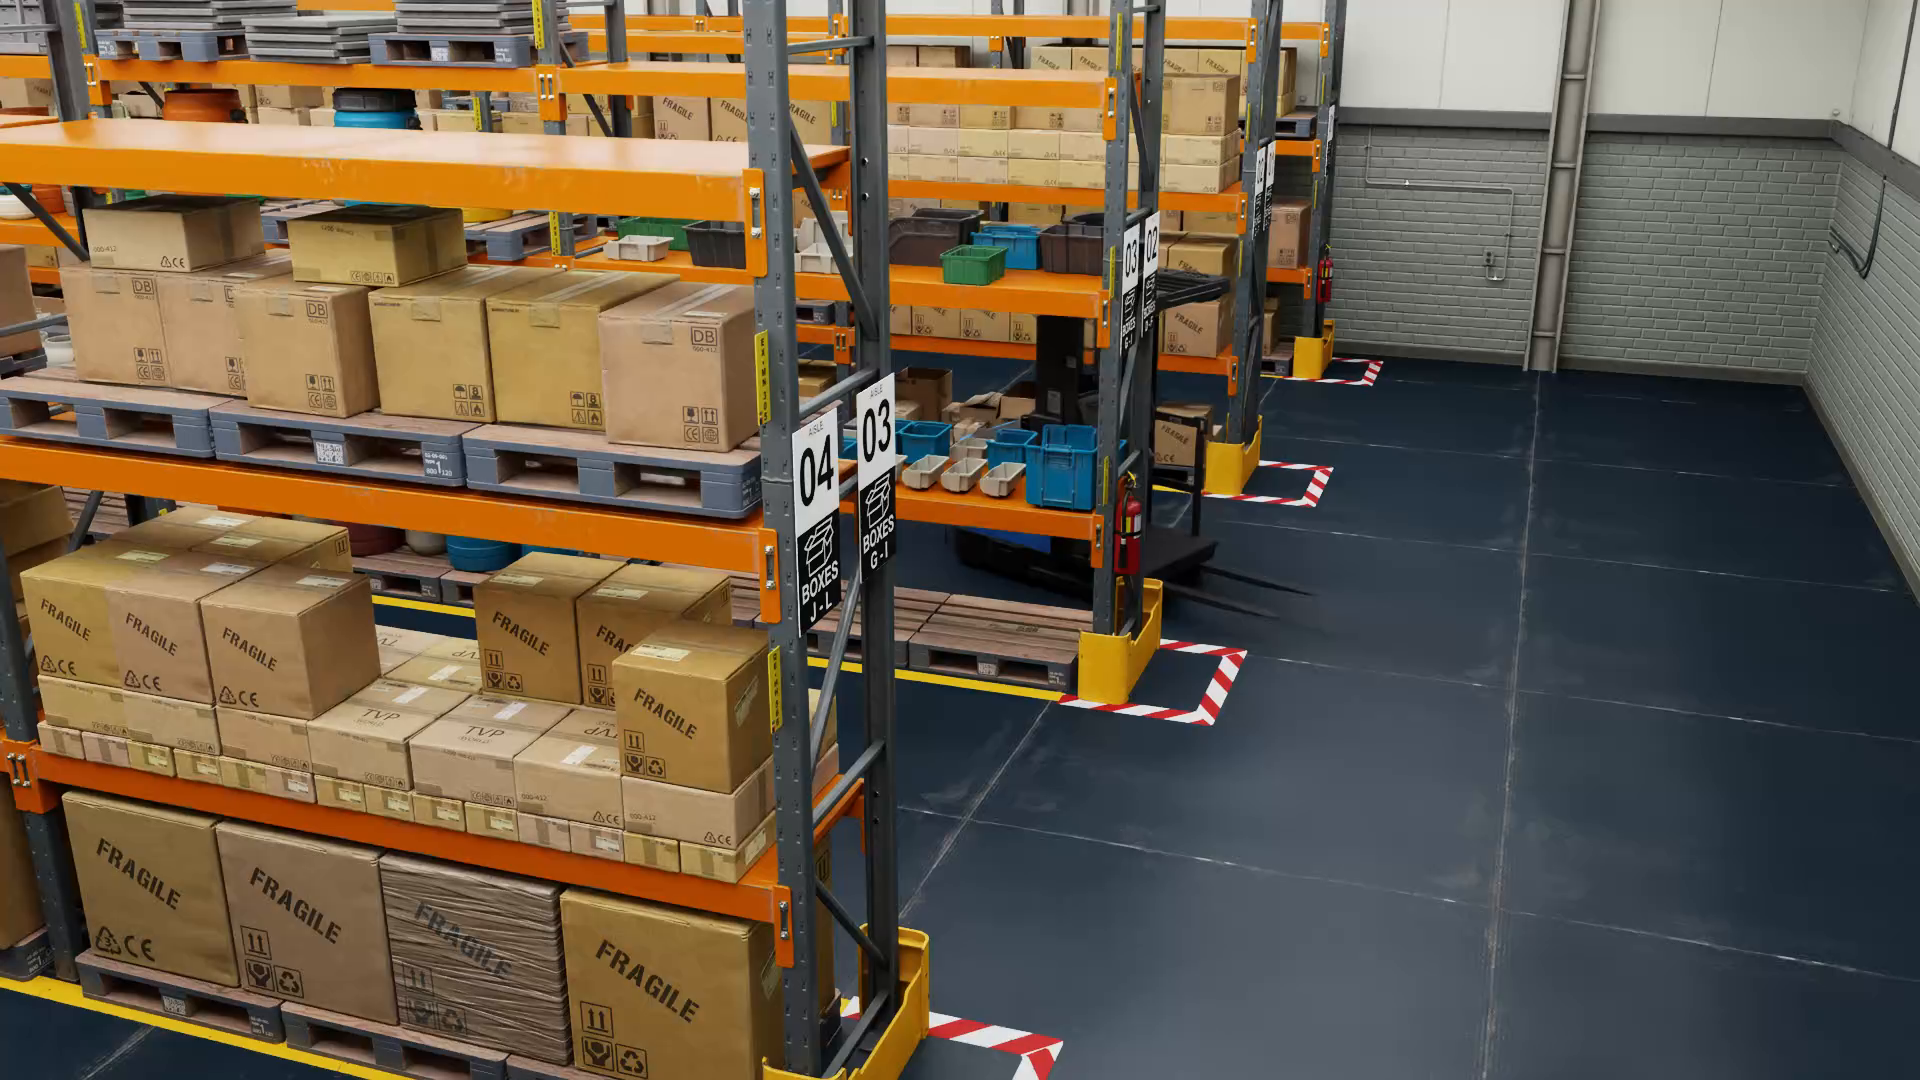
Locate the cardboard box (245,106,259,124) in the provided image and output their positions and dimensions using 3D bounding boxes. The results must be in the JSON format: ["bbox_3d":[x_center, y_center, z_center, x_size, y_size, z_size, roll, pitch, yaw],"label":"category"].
[{"bbox_3d":[-8.006,-4.793,18.802,0.500,0.250,0.500,9,21,24],"label":"cardboard box"}]

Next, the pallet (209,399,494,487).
[{"bbox_3d":[-2.365,-0.525,7.104,1.213,0.211,1.003,7,20,18],"label":"pallet"}]

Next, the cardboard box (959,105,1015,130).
[{"bbox_3d":[0.344,-4.199,15.838,0.500,0.500,0.700,7,20,18],"label":"cardboard box"}]

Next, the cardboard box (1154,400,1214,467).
[{"bbox_3d":[2.156,-1.032,16.109,0.500,0.500,0.500,7,20,18],"label":"cardboard box"}]

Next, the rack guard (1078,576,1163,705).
[{"bbox_3d":[1.148,0.696,11.820,0.348,0.500,1.175,7,20,18],"label":"rack guard"}]

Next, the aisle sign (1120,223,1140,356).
[{"bbox_3d":[1.093,-1.611,10.693,0.004,0.787,0.394,7,20,18],"label":"aisle sign"}]

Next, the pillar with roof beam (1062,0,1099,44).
[{"bbox_3d":[0.126,-5.683,17.208,0.400,9.000,9.100,7,20,18],"label":"pillar with roof beam"}]

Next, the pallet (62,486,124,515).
[{"bbox_3d":[-8.303,-0.258,14.996,1.213,0.211,1.003,7,20,18],"label":"pallet"}]

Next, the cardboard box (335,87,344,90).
[{"bbox_3d":[-8.531,-6.417,23.688,0.500,0.500,0.500,6,20,16],"label":"cardboard box"}]

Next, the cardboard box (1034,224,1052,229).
[{"bbox_3d":[0.970,-2.836,16.484,0.500,0.500,0.500,6,20,18],"label":"cardboard box"}]

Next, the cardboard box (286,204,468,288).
[{"bbox_3d":[-2.409,-1.227,6.902,0.500,0.250,0.500,6,20,16],"label":"cardboard box"}]

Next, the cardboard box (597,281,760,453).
[{"bbox_3d":[-1.013,-0.691,6.504,0.500,0.500,0.700,5,20,15],"label":"cardboard box"}]

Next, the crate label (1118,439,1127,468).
[{"bbox_3d":[0.996,-0.561,11.792,0.303,0.233,0.416,7,20,18],"label":"crate label"}]

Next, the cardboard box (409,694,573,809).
[{"bbox_3d":[-2.009,0.908,7.190,0.500,0.250,0.500,6,20,16],"label":"cardboard box"}]

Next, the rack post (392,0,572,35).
[{"bbox_3d":[-3.443,-3.813,11.957,0.954,0.300,0.937,6,20,17],"label":"rack post"}]

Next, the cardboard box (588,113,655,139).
[{"bbox_3d":[-3.411,-4.202,17.366,0.500,0.500,0.910,7,20,18],"label":"cardboard box"}]

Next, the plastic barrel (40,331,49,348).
[{"bbox_3d":[-7.876,-1.490,14.123,0.421,0.512,0.421,0,19,0],"label":"plastic barrel"}]

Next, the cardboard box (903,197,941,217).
[{"bbox_3d":[-0.410,-4.216,21.479,0.500,0.500,0.500,7,20,19],"label":"cardboard box"}]

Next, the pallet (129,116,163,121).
[{"bbox_3d":[-9.399,-4.777,19.302,1.213,0.211,1.003,7,20,18],"label":"pallet"}]

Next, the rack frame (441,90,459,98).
[{"bbox_3d":[-6.963,-7.692,22.972,0.127,3.000,1.000,7,20,18],"label":"rack frame"}]

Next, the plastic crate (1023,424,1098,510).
[{"bbox_3d":[0.744,-0.506,11.325,0.499,0.435,0.616,7,20,18],"label":"plastic crate"}]

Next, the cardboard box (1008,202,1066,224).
[{"bbox_3d":[1.101,-4.073,21.248,0.700,0.700,0.980,7,20,19],"label":"cardboard box"}]

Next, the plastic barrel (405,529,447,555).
[{"bbox_3d":[-4.339,-0.168,13.642,0.421,0.512,0.421,0,19,0],"label":"plastic barrel"}]

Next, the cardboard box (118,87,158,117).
[{"bbox_3d":[-9.485,-5.152,19.527,0.500,0.311,0.500,5,20,15],"label":"cardboard box"}]

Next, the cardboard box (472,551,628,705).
[{"bbox_3d":[-1.833,0.390,7.538,0.500,0.500,0.500,6,20,17],"label":"cardboard box"}]

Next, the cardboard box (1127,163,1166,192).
[{"bbox_3d":[1.710,-3.399,15.441,0.500,0.250,0.500,7,20,18],"label":"cardboard box"}]

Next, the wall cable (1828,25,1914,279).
[{"bbox_3d":[9.598,-4.208,17.693,0.112,2.526,3.097,7,20,18],"label":"wall cable"}]

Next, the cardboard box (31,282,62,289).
[{"bbox_3d":[-11.760,-3.039,21.139,0.500,0.500,0.500,7,20,18],"label":"cardboard box"}]

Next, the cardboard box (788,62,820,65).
[{"bbox_3d":[-2.190,-6.023,21.921,0.500,0.500,0.700,5,20,15],"label":"cardboard box"}]

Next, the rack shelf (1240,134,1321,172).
[{"bbox_3d":[2.483,-4.856,20.485,4.000,0.370,1.077,7,20,18],"label":"rack shelf"}]

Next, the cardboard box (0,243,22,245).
[{"bbox_3d":[-11.429,-3.688,20.448,0.500,0.500,0.700,7,20,19],"label":"cardboard box"}]

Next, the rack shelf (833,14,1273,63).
[{"bbox_3d":[0.861,-4.730,15.572,4.000,0.370,1.077,7,20,18],"label":"rack shelf"}]

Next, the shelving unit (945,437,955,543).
[{"bbox_3d":[0.008,-0.424,14.426,0.210,0.900,0.258,7,20,18],"label":"shelving unit"}]

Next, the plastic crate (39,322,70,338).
[{"bbox_3d":[-7.862,-1.647,14.646,0.583,0.464,0.402,7,20,18],"label":"plastic crate"}]

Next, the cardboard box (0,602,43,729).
[{"bbox_3d":[-4.814,0.612,8.110,0.500,0.500,0.500,7,20,18],"label":"cardboard box"}]

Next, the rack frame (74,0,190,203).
[{"bbox_3d":[-6.436,-4.180,12.896,0.127,3.000,1.000,7,20,18],"label":"rack frame"}]

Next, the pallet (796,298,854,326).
[{"bbox_3d":[-1.747,-2.484,17.437,1.213,0.211,1.003,7,20,18],"label":"pallet"}]

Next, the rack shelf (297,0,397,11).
[{"bbox_3d":[-8.852,-7.567,23.711,4.000,0.370,1.077,7,20,18],"label":"rack shelf"}]

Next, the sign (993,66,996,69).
[{"bbox_3d":[0.425,-5.635,20.363,0.005,0.325,0.100,7,20,18],"label":"sign"}]

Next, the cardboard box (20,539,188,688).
[{"bbox_3d":[-3.914,0.333,7.701,0.500,0.500,0.500,7,20,18],"label":"cardboard box"}]

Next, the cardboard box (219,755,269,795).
[{"bbox_3d":[-3.125,0.991,7.557,0.250,0.149,0.380,6,20,17],"label":"cardboard box"}]

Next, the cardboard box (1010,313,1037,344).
[{"bbox_3d":[0.801,-2.198,16.174,0.500,0.500,0.500,6,20,17],"label":"cardboard box"}]

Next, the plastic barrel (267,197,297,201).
[{"bbox_3d":[-5.375,-2.826,13.141,0.301,0.262,0.301,0,19,0],"label":"plastic barrel"}]

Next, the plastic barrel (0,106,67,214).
[{"bbox_3d":[-7.758,-3.193,13.969,0.708,0.830,0.600,7,20,18],"label":"plastic barrel"}]

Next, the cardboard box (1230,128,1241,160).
[{"bbox_3d":[2.350,-3.741,15.661,0.500,0.250,0.500,7,20,18],"label":"cardboard box"}]

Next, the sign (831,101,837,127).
[{"bbox_3d":[-1.207,-4.128,15.921,0.005,0.325,0.100,7,20,18],"label":"sign"}]

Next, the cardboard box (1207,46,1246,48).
[{"bbox_3d":[3.265,-5.722,20.175,0.500,0.500,0.500,6,20,17],"label":"cardboard box"}]

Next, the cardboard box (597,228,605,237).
[{"bbox_3d":[-4.175,-3.099,18.120,0.500,0.500,0.700,0,19,0],"label":"cardboard box"}]

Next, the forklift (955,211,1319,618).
[{"bbox_3d":[1.396,-1.014,13.032,3.031,2.935,1.130,16,25,38],"label":"forklift"}]

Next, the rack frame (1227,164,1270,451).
[{"bbox_3d":[2.750,-2.022,15.821,0.127,3.000,1.000,7,20,18],"label":"rack frame"}]

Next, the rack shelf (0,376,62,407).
[{"bbox_3d":[-6.172,-0.668,8.470,4.000,0.370,1.077,7,20,18],"label":"rack shelf"}]

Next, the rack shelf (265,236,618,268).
[{"bbox_3d":[-4.547,-2.208,12.888,4.000,0.370,1.077,7,20,18],"label":"rack shelf"}]

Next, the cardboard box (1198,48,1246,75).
[{"bbox_3d":[3.122,-5.560,19.711,0.500,0.500,0.500,7,20,20],"label":"cardboard box"}]

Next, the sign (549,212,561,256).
[{"bbox_3d":[-2.840,-2.165,11.658,0.005,0.325,0.100,7,20,18],"label":"sign"}]

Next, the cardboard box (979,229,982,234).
[{"bbox_3d":[0.297,-2.724,16.163,0.500,0.500,0.500,6,20,16],"label":"cardboard box"}]

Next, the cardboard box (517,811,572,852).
[{"bbox_3d":[-1.668,1.157,7.080,0.250,0.149,0.380,7,20,19],"label":"cardboard box"}]

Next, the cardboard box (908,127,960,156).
[{"bbox_3d":[-0.178,-3.853,15.984,0.500,0.250,0.500,7,20,18],"label":"cardboard box"}]

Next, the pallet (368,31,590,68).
[{"bbox_3d":[-3.449,-3.549,11.982,1.213,0.211,1.003,7,20,18],"label":"pallet"}]

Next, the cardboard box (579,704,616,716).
[{"bbox_3d":[-1.362,0.798,7.507,0.500,0.250,0.500,6,20,17],"label":"cardboard box"}]
